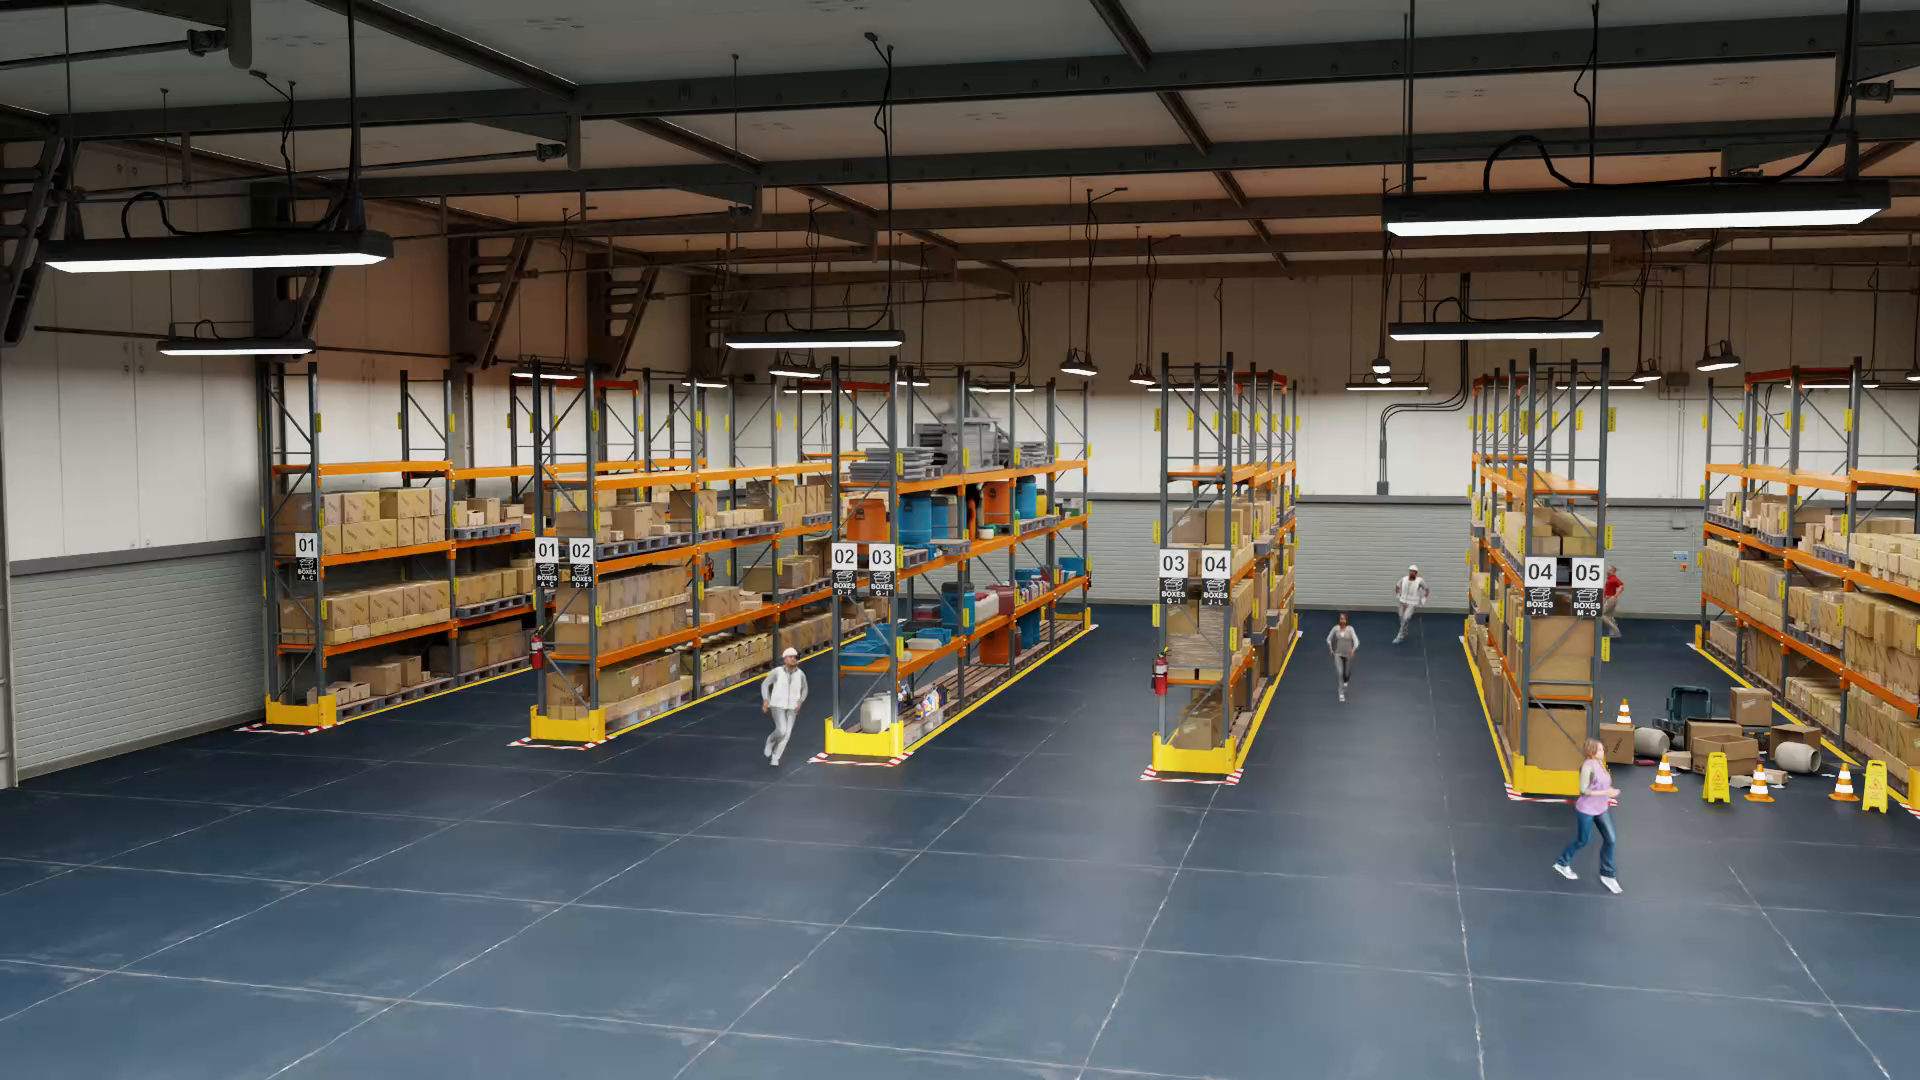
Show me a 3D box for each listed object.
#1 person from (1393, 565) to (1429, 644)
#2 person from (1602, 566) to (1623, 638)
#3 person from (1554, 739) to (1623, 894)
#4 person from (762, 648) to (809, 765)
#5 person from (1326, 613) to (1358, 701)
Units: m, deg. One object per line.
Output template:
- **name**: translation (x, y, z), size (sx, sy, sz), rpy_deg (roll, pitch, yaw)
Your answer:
- **person**: translation (10.217, 1.449, 37.810), size (0.742, 1.758, 0.978), rpy_deg (3, 5, 38)
- **person**: translation (15.014, 1.438, 38.578), size (0.668, 1.689, 0.668), rpy_deg (1, 4, 17)
- **person**: translation (6.764, 2.943, 17.883), size (0.522, 1.645, 0.751), rpy_deg (-3, 5, -38)
- **person**: translation (-2.526, 2.440, 24.354), size (0.684, 1.700, 0.534), rpy_deg (-2, 4, -22)
- **person**: translation (6.926, 2.099, 30.141), size (0.568, 1.571, 0.738), rpy_deg (1, 4, 11)
